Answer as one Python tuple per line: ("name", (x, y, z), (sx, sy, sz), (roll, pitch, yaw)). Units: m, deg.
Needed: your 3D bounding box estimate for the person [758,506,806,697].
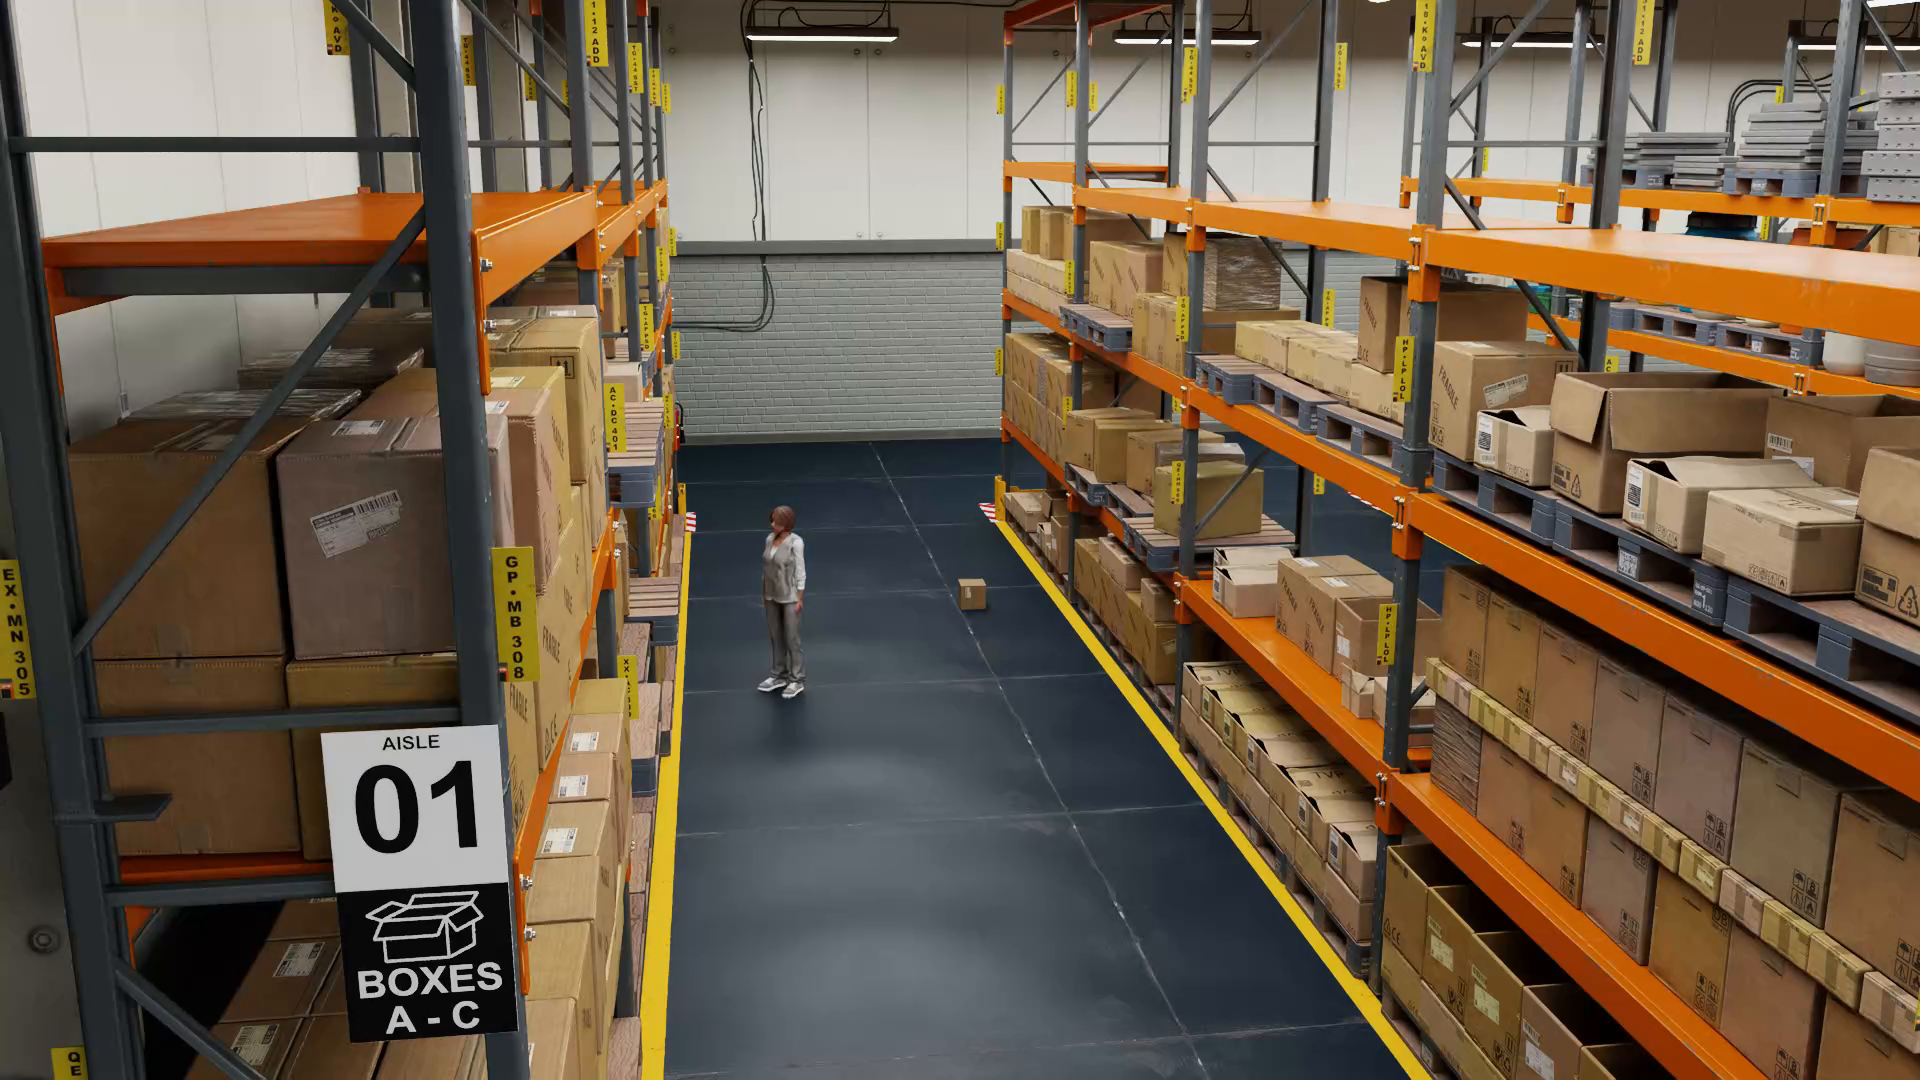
("person", (-1.481, 0.501, 13.895), (0.408, 1.604, 0.314), (10, 17, 36))
